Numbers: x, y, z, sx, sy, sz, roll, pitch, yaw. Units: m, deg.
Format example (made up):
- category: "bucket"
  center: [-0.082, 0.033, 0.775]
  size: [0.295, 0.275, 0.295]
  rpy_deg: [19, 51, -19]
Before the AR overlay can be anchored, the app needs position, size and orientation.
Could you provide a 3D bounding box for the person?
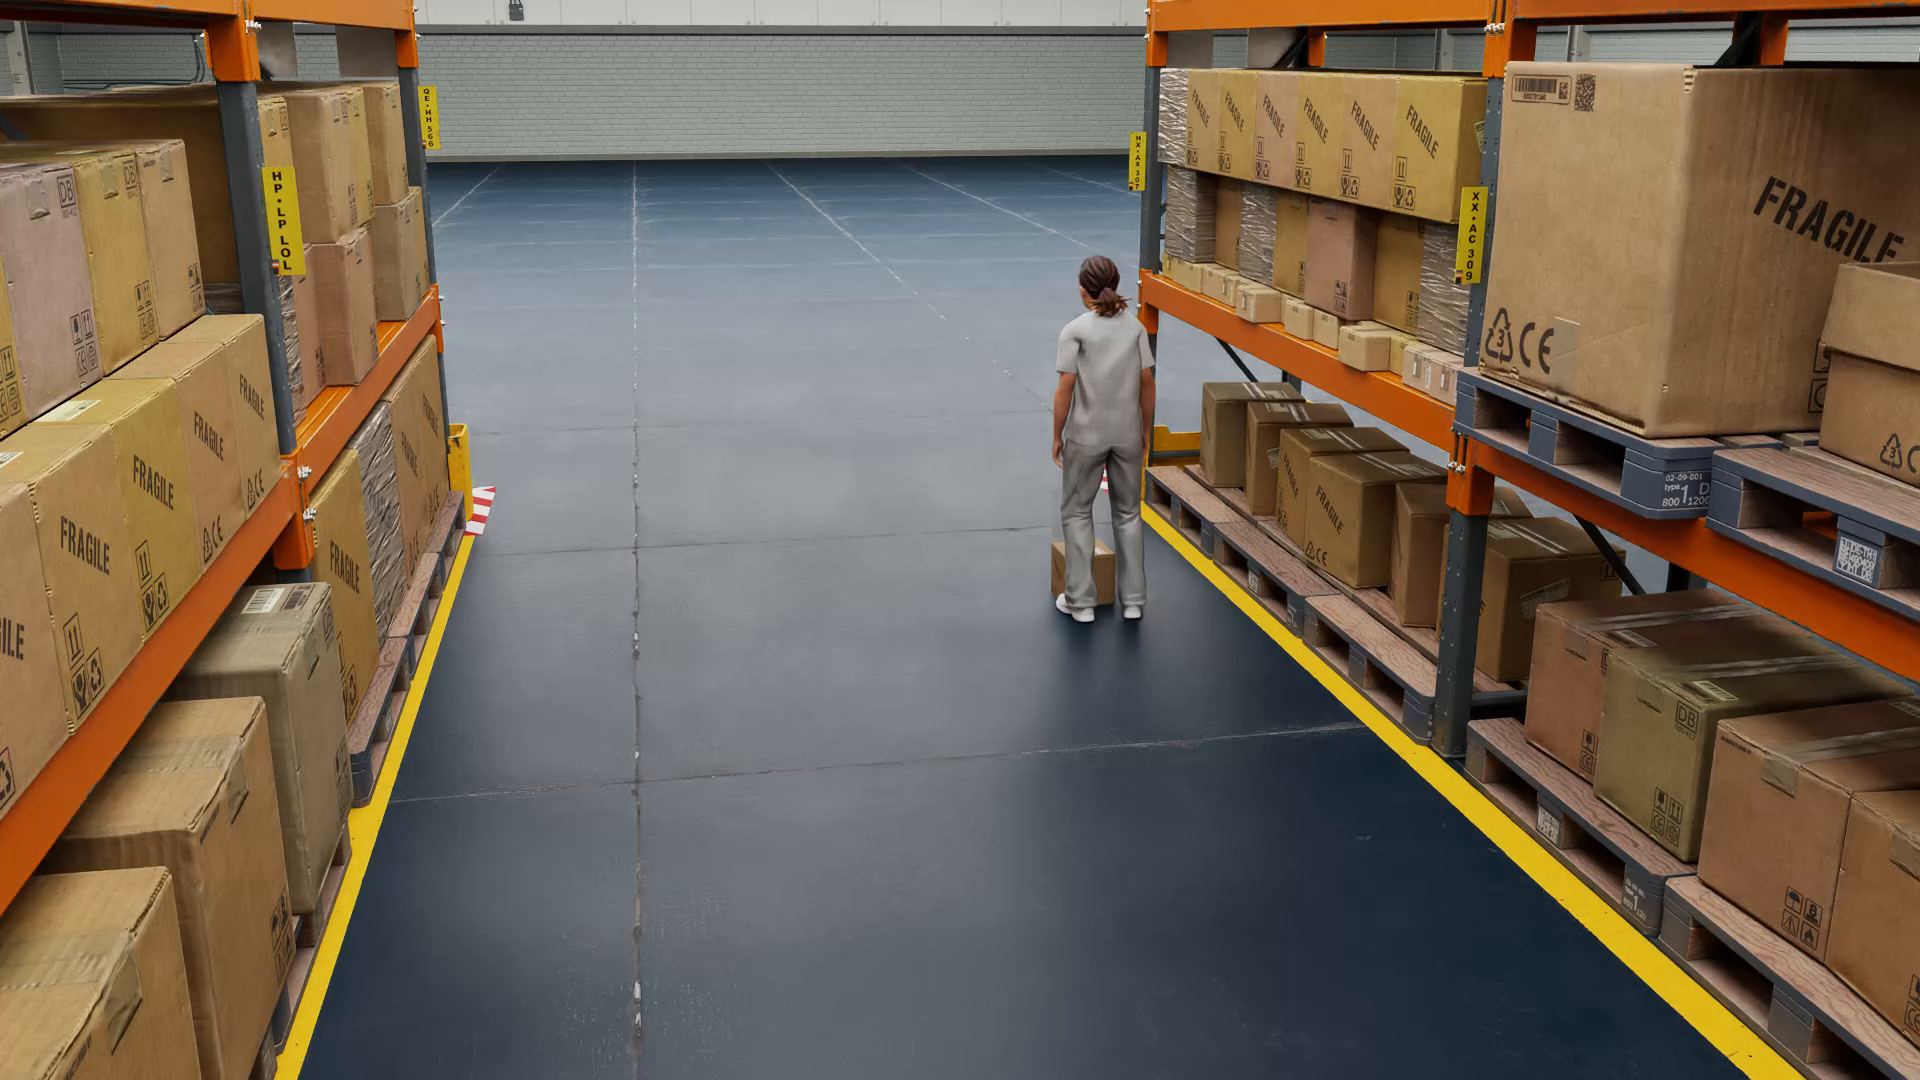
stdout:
- category: "person"
  center: [0.650, -0.453, 7.577]
  size: [0.495, 1.671, 0.364]
  rpy_deg: [-4, 17, -13]
